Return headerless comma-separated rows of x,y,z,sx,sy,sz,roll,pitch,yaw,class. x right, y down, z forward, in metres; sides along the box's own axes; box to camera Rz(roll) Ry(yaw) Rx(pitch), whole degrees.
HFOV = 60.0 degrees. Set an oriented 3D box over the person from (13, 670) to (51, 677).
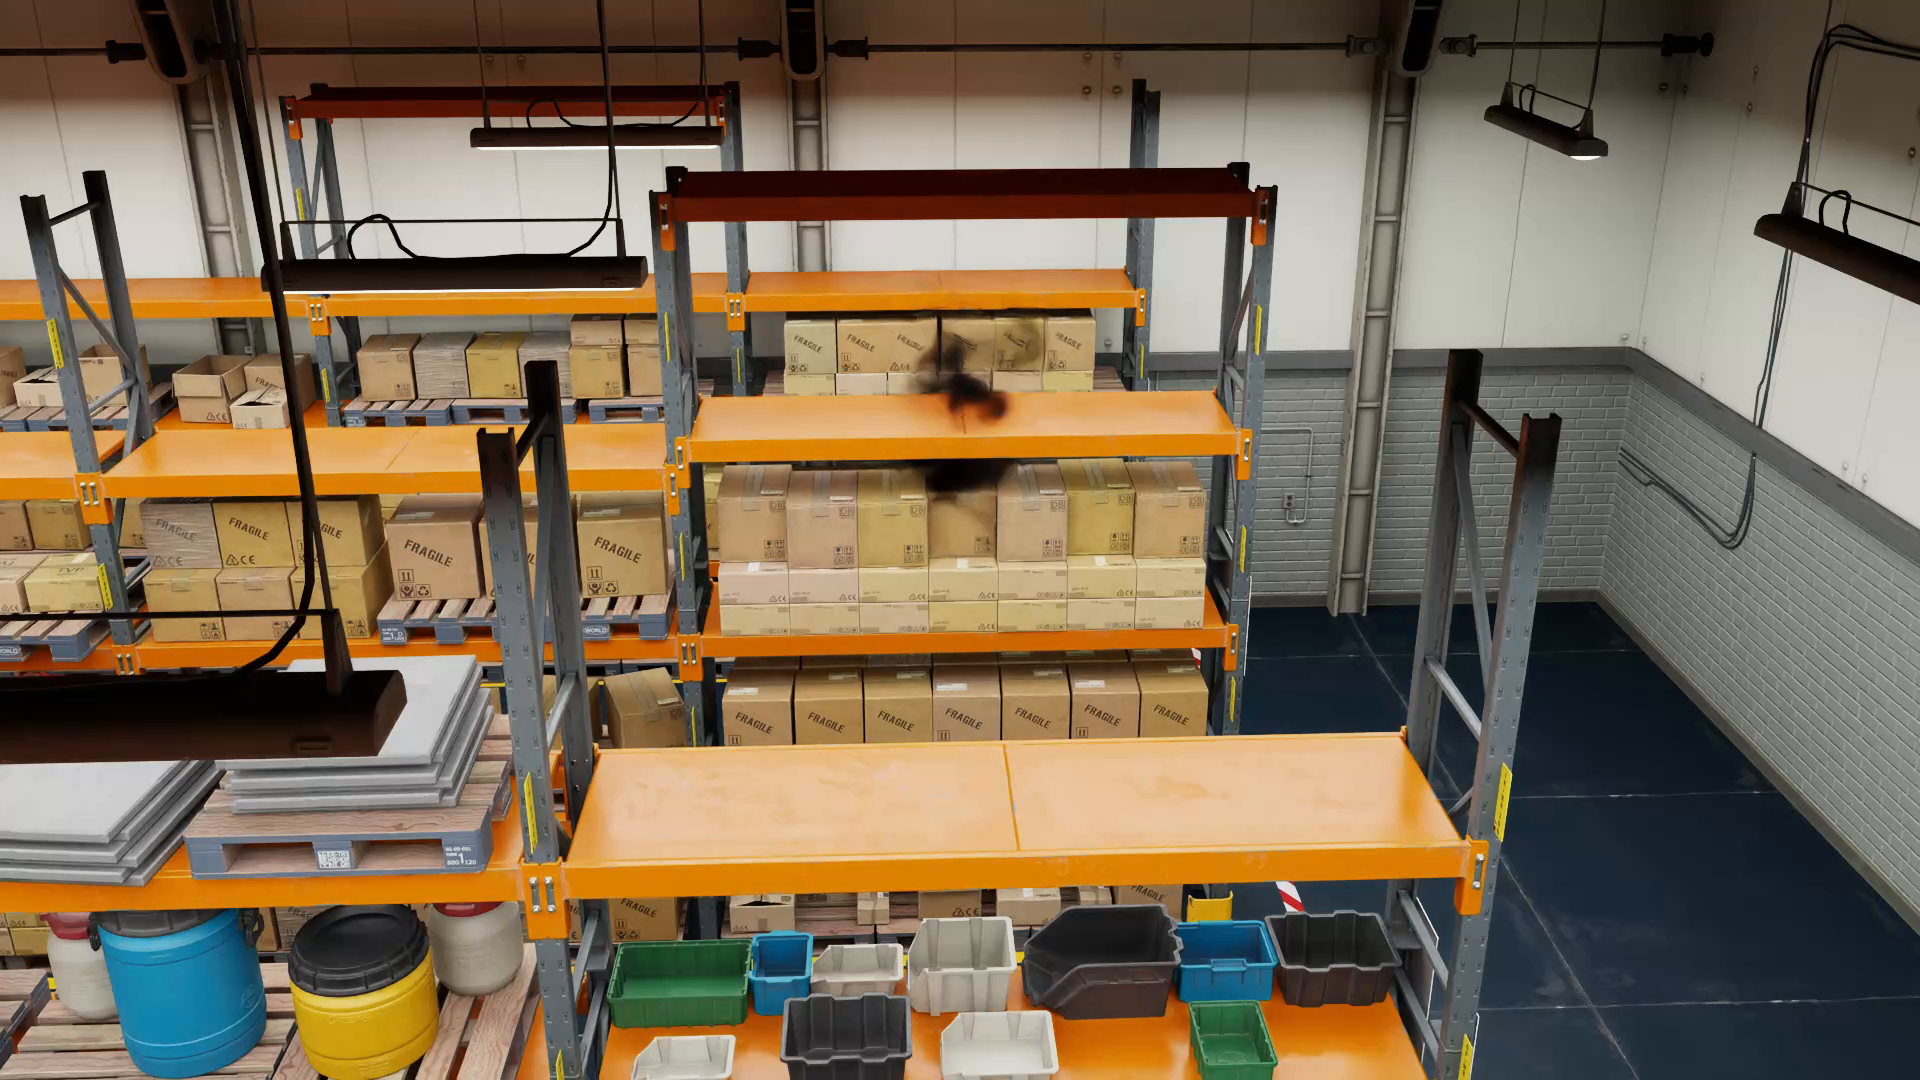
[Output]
-8.025,1.782,14.517,0.643,1.715,0.662,-4,22,-9,person
